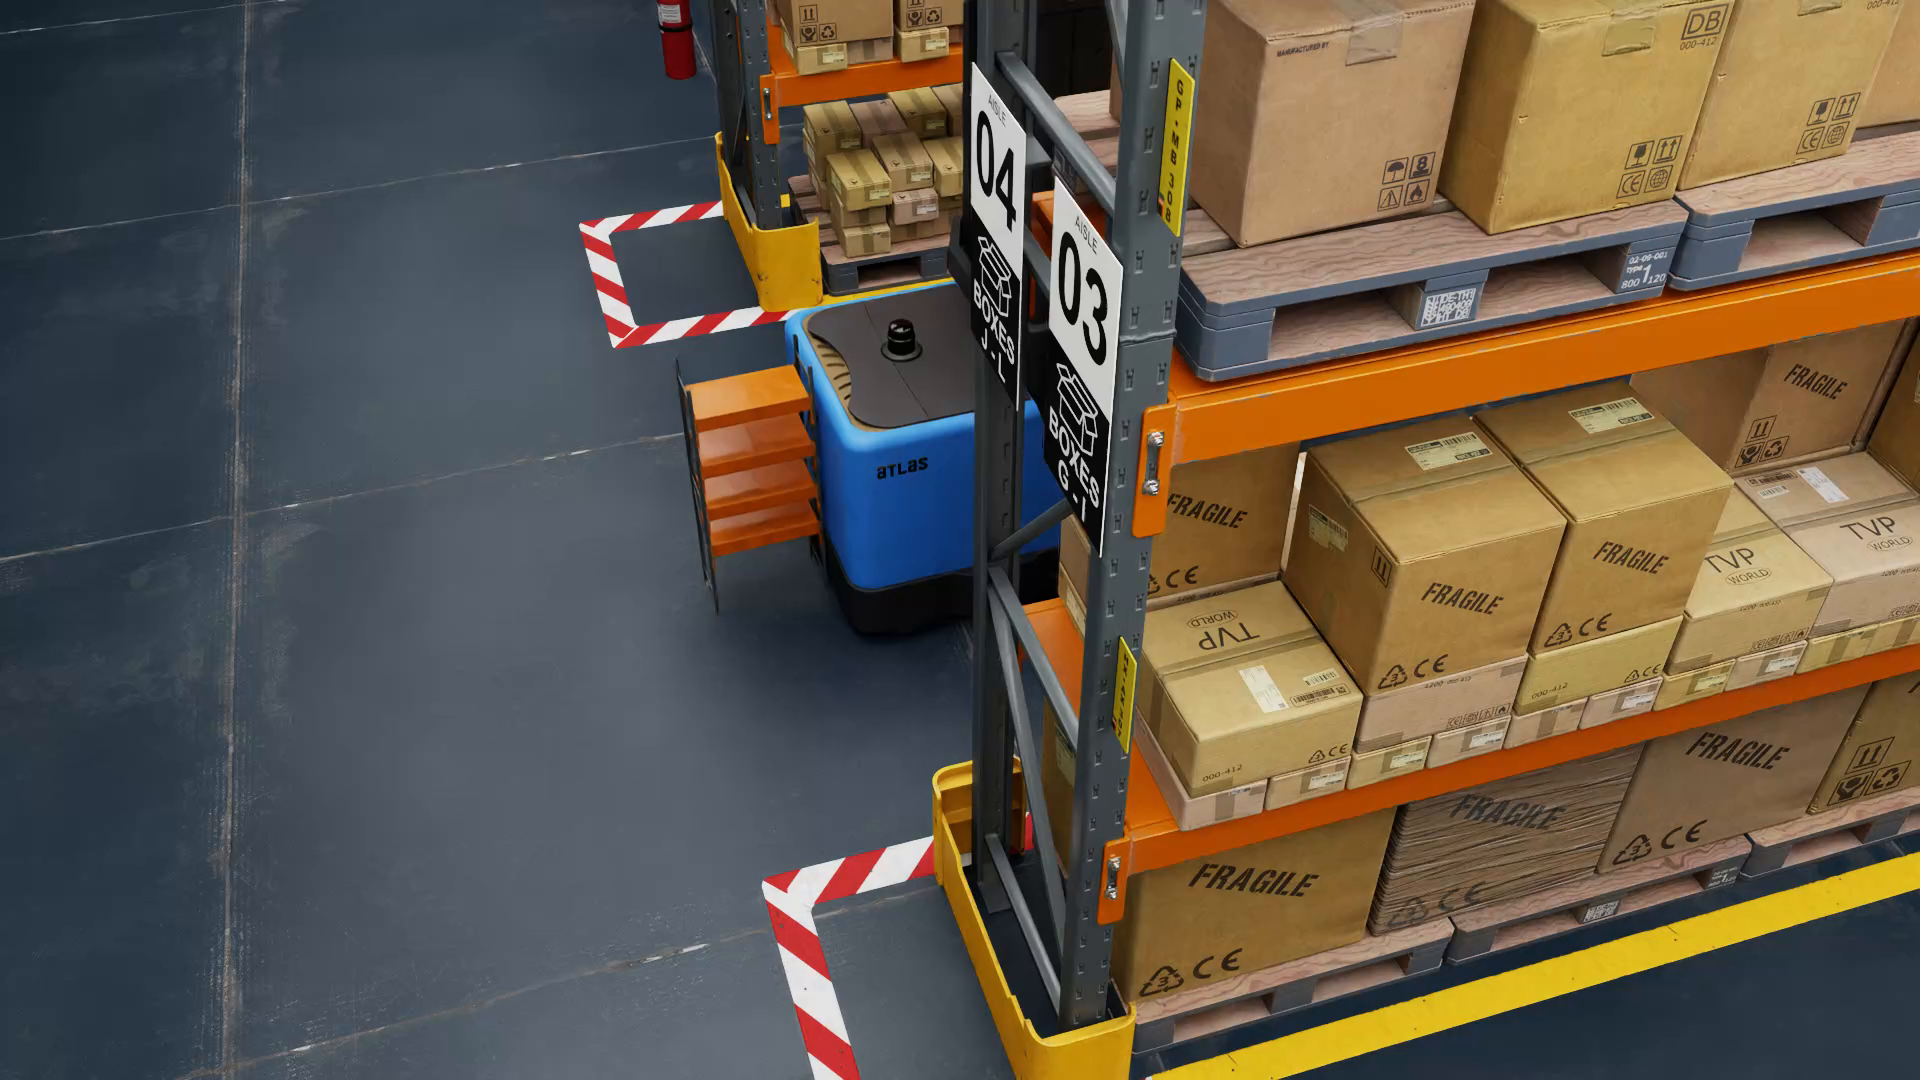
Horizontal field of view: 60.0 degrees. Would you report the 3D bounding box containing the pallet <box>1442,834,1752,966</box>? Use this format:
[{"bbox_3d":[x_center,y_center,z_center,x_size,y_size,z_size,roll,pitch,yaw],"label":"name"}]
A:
[{"bbox_3d":[2.150,1.001,6.294,1.213,0.211,1.003,-12,42,-13],"label":"pallet"}]

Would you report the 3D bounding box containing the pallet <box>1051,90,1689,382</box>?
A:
[{"bbox_3d":[0.953,-0.853,4.083,1.213,0.211,1.003,-12,42,-13],"label":"pallet"}]

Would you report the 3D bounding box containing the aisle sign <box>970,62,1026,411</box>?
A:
[{"bbox_3d":[0.090,-0.756,4.210,0.004,0.787,0.394,-12,42,-13],"label":"aisle sign"}]

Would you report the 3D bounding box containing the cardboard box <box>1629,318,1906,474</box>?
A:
[{"bbox_3d":[2.564,-0.599,5.324,0.500,0.500,0.500,-13,43,-14],"label":"cardboard box"}]

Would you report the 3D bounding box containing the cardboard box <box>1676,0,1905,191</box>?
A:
[{"bbox_3d":[1.780,-1.271,4.023,0.500,0.500,0.700,-14,43,-16],"label":"cardboard box"}]

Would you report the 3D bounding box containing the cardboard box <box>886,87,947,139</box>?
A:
[{"bbox_3d":[-0.250,-2.453,9.523,0.250,0.149,0.380,-13,43,-14],"label":"cardboard box"}]

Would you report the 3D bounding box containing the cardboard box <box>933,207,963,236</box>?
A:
[{"bbox_3d":[-0.089,-1.880,9.319,0.250,0.149,0.380,-11,42,-13],"label":"cardboard box"}]

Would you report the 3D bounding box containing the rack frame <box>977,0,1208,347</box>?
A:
[{"bbox_3d":[0.249,-1.863,2.892,0.127,3.000,1.000,-12,42,-13],"label":"rack frame"}]

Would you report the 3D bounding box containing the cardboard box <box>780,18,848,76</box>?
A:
[{"bbox_3d":[-0.737,-2.500,8.372,0.250,0.149,0.380,-12,43,-13],"label":"cardboard box"}]

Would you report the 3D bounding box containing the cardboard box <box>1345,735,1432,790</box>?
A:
[{"bbox_3d":[1.175,0.526,4.909,0.250,0.149,0.380,-13,43,-14],"label":"cardboard box"}]

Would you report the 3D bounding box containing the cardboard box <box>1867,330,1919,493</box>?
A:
[{"bbox_3d":[3.227,-0.377,5.069,0.500,0.500,0.500,-11,42,-13],"label":"cardboard box"}]

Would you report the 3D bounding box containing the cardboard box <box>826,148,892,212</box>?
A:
[{"bbox_3d":[-0.543,-1.935,8.930,0.250,0.149,0.380,-14,43,-15],"label":"cardboard box"}]

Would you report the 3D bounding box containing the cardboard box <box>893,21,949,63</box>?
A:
[{"bbox_3d":[-0.234,-2.596,8.482,0.250,0.149,0.380,-13,43,-14],"label":"cardboard box"}]

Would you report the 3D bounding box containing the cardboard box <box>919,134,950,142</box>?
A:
[{"bbox_3d":[-0.232,-2.320,9.596,0.250,0.149,0.380,-13,43,-15],"label":"cardboard box"}]

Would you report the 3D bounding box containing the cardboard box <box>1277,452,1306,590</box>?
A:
[{"bbox_3d":[1.115,-0.021,5.232,0.500,0.250,0.500,-12,43,-14],"label":"cardboard box"}]

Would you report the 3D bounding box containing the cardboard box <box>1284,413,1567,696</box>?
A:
[{"bbox_3d":[1.265,0.034,4.598,0.500,0.500,0.500,-13,43,-14],"label":"cardboard box"}]

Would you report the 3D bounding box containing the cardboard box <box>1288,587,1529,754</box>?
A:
[{"bbox_3d":[1.282,0.309,4.854,0.500,0.250,0.500,-12,43,-14],"label":"cardboard box"}]

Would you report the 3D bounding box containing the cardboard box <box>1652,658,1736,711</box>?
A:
[{"bbox_3d":[2.153,0.323,5.141,0.250,0.149,0.380,-13,43,-14],"label":"cardboard box"}]

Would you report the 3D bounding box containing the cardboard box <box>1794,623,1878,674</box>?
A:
[{"bbox_3d":[2.646,0.221,5.258,0.250,0.149,0.380,-12,43,-14],"label":"cardboard box"}]

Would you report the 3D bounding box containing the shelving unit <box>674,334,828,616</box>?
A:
[{"bbox_3d":[-0.859,-0.252,6.976,0.503,1.200,0.258,-13,43,-15],"label":"shelving unit"}]

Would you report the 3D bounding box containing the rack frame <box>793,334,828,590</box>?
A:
[{"bbox_3d":[-0.630,-0.306,7.038,0.015,1.200,0.240,-13,43,-15],"label":"rack frame"}]

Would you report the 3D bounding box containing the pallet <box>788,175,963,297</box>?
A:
[{"bbox_3d":[-0.287,-1.839,9.544,1.213,0.211,1.003,-12,42,-13],"label":"pallet"}]

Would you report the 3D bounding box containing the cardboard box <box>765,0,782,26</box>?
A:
[{"bbox_3d":[-0.919,-2.883,8.811,0.250,0.149,0.380,-12,42,-13],"label":"cardboard box"}]

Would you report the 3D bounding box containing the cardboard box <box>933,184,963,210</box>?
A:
[{"bbox_3d":[-0.083,-1.998,9.228,0.250,0.149,0.380,-11,42,-13],"label":"cardboard box"}]

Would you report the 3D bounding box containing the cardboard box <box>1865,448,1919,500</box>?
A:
[{"bbox_3d":[3.229,-0.094,5.315,0.500,0.250,0.500,-10,42,-12],"label":"cardboard box"}]

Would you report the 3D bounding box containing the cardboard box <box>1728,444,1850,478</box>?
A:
[{"bbox_3d":[2.569,-0.320,5.574,0.500,0.250,0.500,-11,42,-12],"label":"cardboard box"}]

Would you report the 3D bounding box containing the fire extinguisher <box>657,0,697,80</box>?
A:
[{"bbox_3d":[-1.524,-2.806,8.874,0.183,0.674,0.296,-12,42,-13],"label":"fire extinguisher"}]

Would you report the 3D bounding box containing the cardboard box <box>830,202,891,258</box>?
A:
[{"bbox_3d":[-0.549,-1.723,9.140,0.250,0.149,0.380,-11,42,-12],"label":"cardboard box"}]

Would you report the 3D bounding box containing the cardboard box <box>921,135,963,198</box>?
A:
[{"bbox_3d":[-0.037,-2.034,9.044,0.250,0.149,0.380,-12,43,-13],"label":"cardboard box"}]

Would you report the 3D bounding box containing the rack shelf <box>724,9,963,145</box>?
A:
[{"bbox_3d":[0.763,-2.860,9.140,4.000,0.370,1.077,-12,42,-13],"label":"rack shelf"}]

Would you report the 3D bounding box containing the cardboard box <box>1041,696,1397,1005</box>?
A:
[{"bbox_3d":[0.835,0.862,5.629,0.875,0.875,0.875,-12,42,-13],"label":"cardboard box"}]

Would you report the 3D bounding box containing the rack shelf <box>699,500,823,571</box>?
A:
[{"bbox_3d":[-0.859,-0.052,7.151,0.480,0.148,0.258,-13,43,-15],"label":"rack shelf"}]

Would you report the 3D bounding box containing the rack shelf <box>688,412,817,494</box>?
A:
[{"bbox_3d":[-0.859,-0.370,6.874,0.480,0.148,0.258,-13,43,-15],"label":"rack shelf"}]

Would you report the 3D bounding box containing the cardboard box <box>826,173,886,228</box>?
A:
[{"bbox_3d":[-0.568,-1.875,9.087,0.250,0.149,0.380,-10,42,-11],"label":"cardboard box"}]

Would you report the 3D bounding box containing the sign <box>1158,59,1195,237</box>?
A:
[{"bbox_3d":[0.410,-0.743,3.165,0.005,0.325,0.100,-12,42,-13],"label":"sign"}]

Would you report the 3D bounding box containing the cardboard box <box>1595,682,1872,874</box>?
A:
[{"bbox_3d":[2.552,0.506,6.036,0.875,0.875,0.875,-12,42,-13],"label":"cardboard box"}]

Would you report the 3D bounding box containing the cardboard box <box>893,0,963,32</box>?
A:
[{"bbox_3d":[-0.131,-2.923,8.363,0.500,0.500,0.500,-12,42,-13],"label":"cardboard box"}]

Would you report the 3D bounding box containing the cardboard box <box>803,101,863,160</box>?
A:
[{"bbox_3d":[-0.716,-2.308,9.357,0.250,0.149,0.380,-11,42,-13],"label":"cardboard box"}]

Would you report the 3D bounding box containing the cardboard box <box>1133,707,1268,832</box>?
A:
[{"bbox_3d":[0.687,0.628,4.792,0.250,0.149,0.380,-11,42,-13],"label":"cardboard box"}]

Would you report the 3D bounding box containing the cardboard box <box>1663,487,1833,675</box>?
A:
[{"bbox_3d":[2.258,0.105,5.087,0.500,0.250,0.500,-12,43,-14],"label":"cardboard box"}]

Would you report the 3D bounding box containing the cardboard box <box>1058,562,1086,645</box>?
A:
[{"bbox_3d":[0.490,0.214,5.265,0.250,0.149,0.380,-11,42,-12],"label":"cardboard box"}]

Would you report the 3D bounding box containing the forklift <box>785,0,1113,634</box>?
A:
[{"bbox_3d":[0.813,-1.294,6.853,3.031,2.935,1.130,-13,43,-15],"label":"forklift"}]

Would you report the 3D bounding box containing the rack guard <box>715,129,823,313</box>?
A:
[{"bbox_3d":[-1.072,-1.810,9.291,0.348,0.500,1.175,-12,42,-13],"label":"rack guard"}]

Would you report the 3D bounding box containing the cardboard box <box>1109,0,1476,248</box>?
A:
[{"bbox_3d":[0.729,-1.103,3.831,0.500,0.500,0.700,-14,43,-16],"label":"cardboard box"}]

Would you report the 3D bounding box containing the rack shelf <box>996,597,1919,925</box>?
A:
[{"bbox_3d":[2.156,0.272,5.555,4.000,0.370,1.077,-12,42,-13],"label":"rack shelf"}]

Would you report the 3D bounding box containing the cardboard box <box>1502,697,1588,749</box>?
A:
[{"bbox_3d":[1.666,0.424,5.025,0.250,0.149,0.380,-12,43,-14],"label":"cardboard box"}]
